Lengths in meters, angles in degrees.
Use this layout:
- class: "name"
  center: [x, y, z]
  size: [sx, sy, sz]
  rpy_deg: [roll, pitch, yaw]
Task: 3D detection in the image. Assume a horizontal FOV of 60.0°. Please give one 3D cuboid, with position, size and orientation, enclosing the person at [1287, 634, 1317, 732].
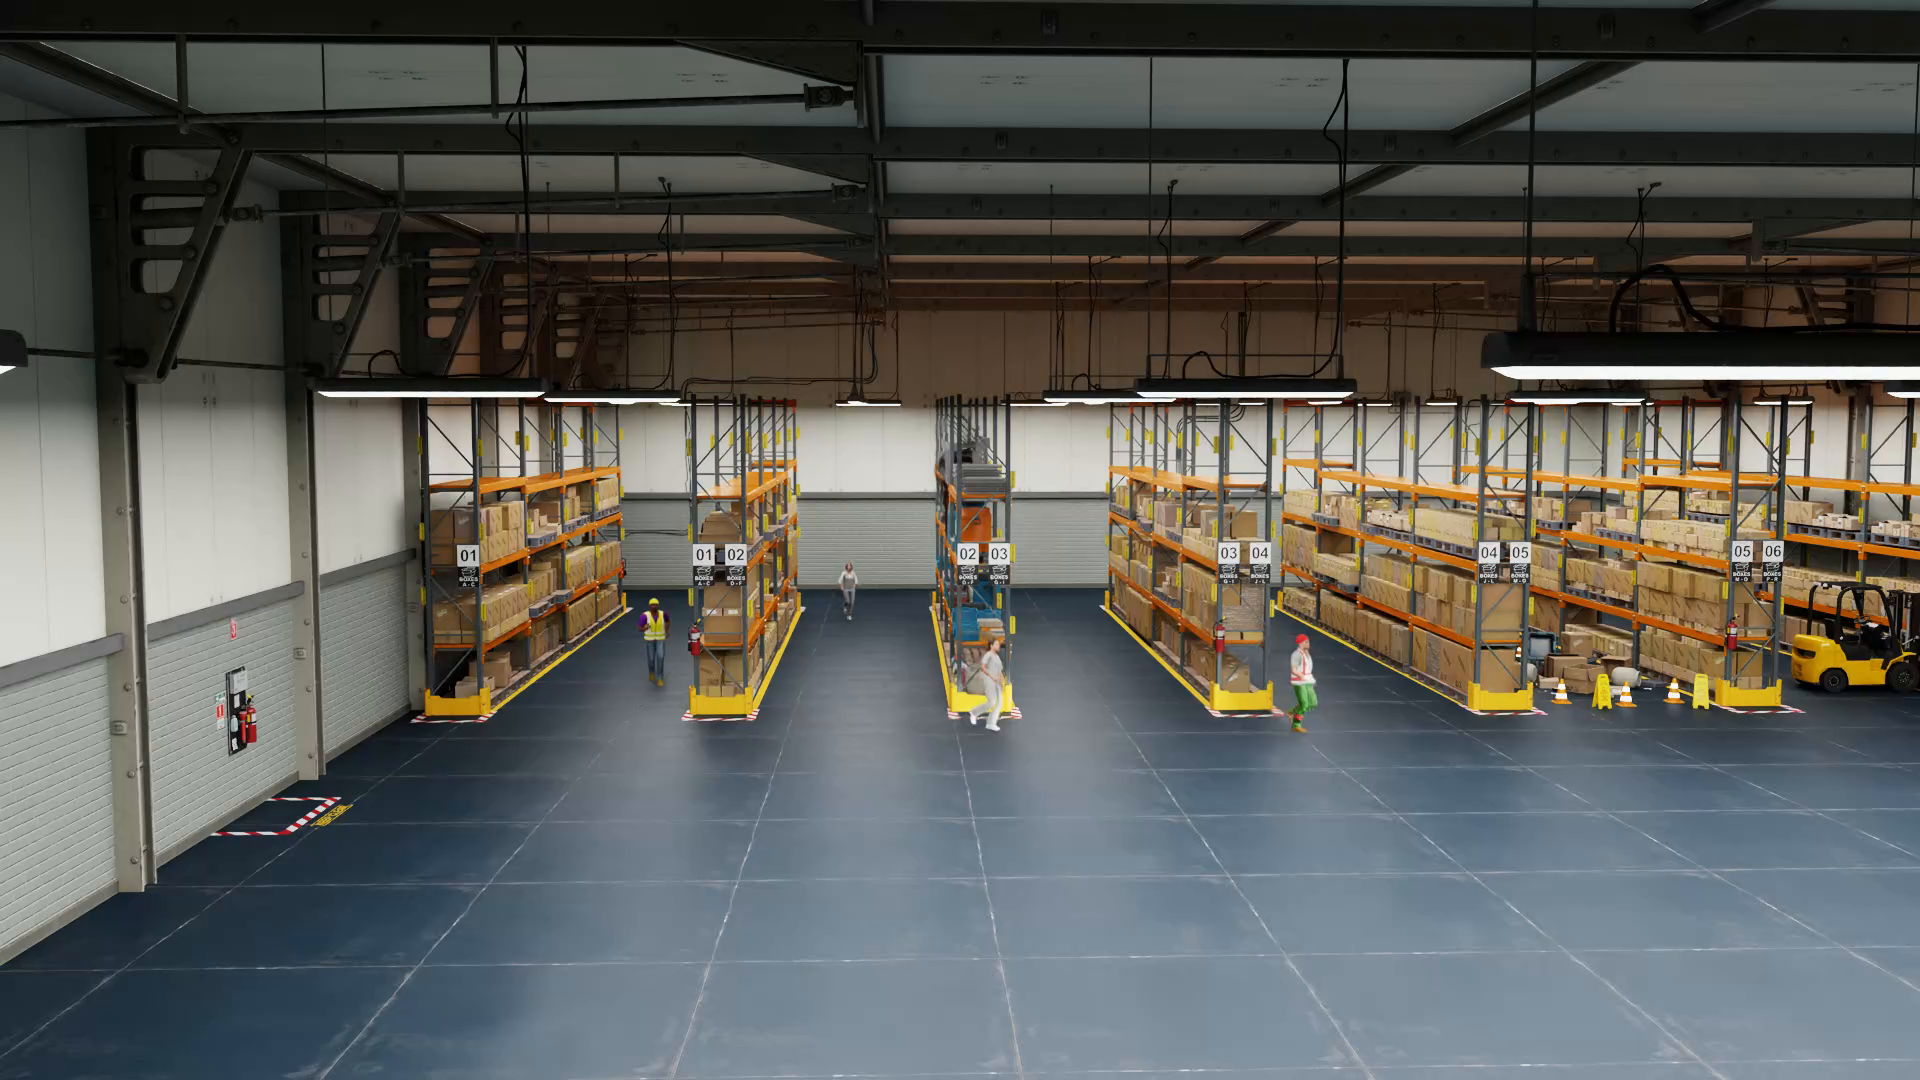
- class: "person"
  center: [6.072, 2.531, 29.471]
  size: [0.623, 1.737, 0.696]
  rpy_deg: [3, 6, 35]

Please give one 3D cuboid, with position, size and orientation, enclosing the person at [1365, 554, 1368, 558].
- class: "person"
  center: [11.346, 1.261, 46.239]
  size: [0.628, 1.720, 0.687]
  rpy_deg: [1, 5, 8]

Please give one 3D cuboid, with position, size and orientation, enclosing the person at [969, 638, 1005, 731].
- class: "person"
  center: [0.520, 2.563, 29.888]
  size: [0.663, 1.630, 0.603]
  rpy_deg: [2, 5, 27]

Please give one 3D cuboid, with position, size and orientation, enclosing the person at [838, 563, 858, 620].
- class: "person"
  center: [-3.025, 1.391, 45.277]
  size: [0.533, 1.553, 0.545]
  rpy_deg: [-1, 5, -15]

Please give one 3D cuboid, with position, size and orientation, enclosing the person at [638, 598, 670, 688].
- class: "person"
  center: [-6.342, 2.107, 34.522]
  size: [0.683, 1.808, 0.844]
  rpy_deg: [-1, 5, -15]
